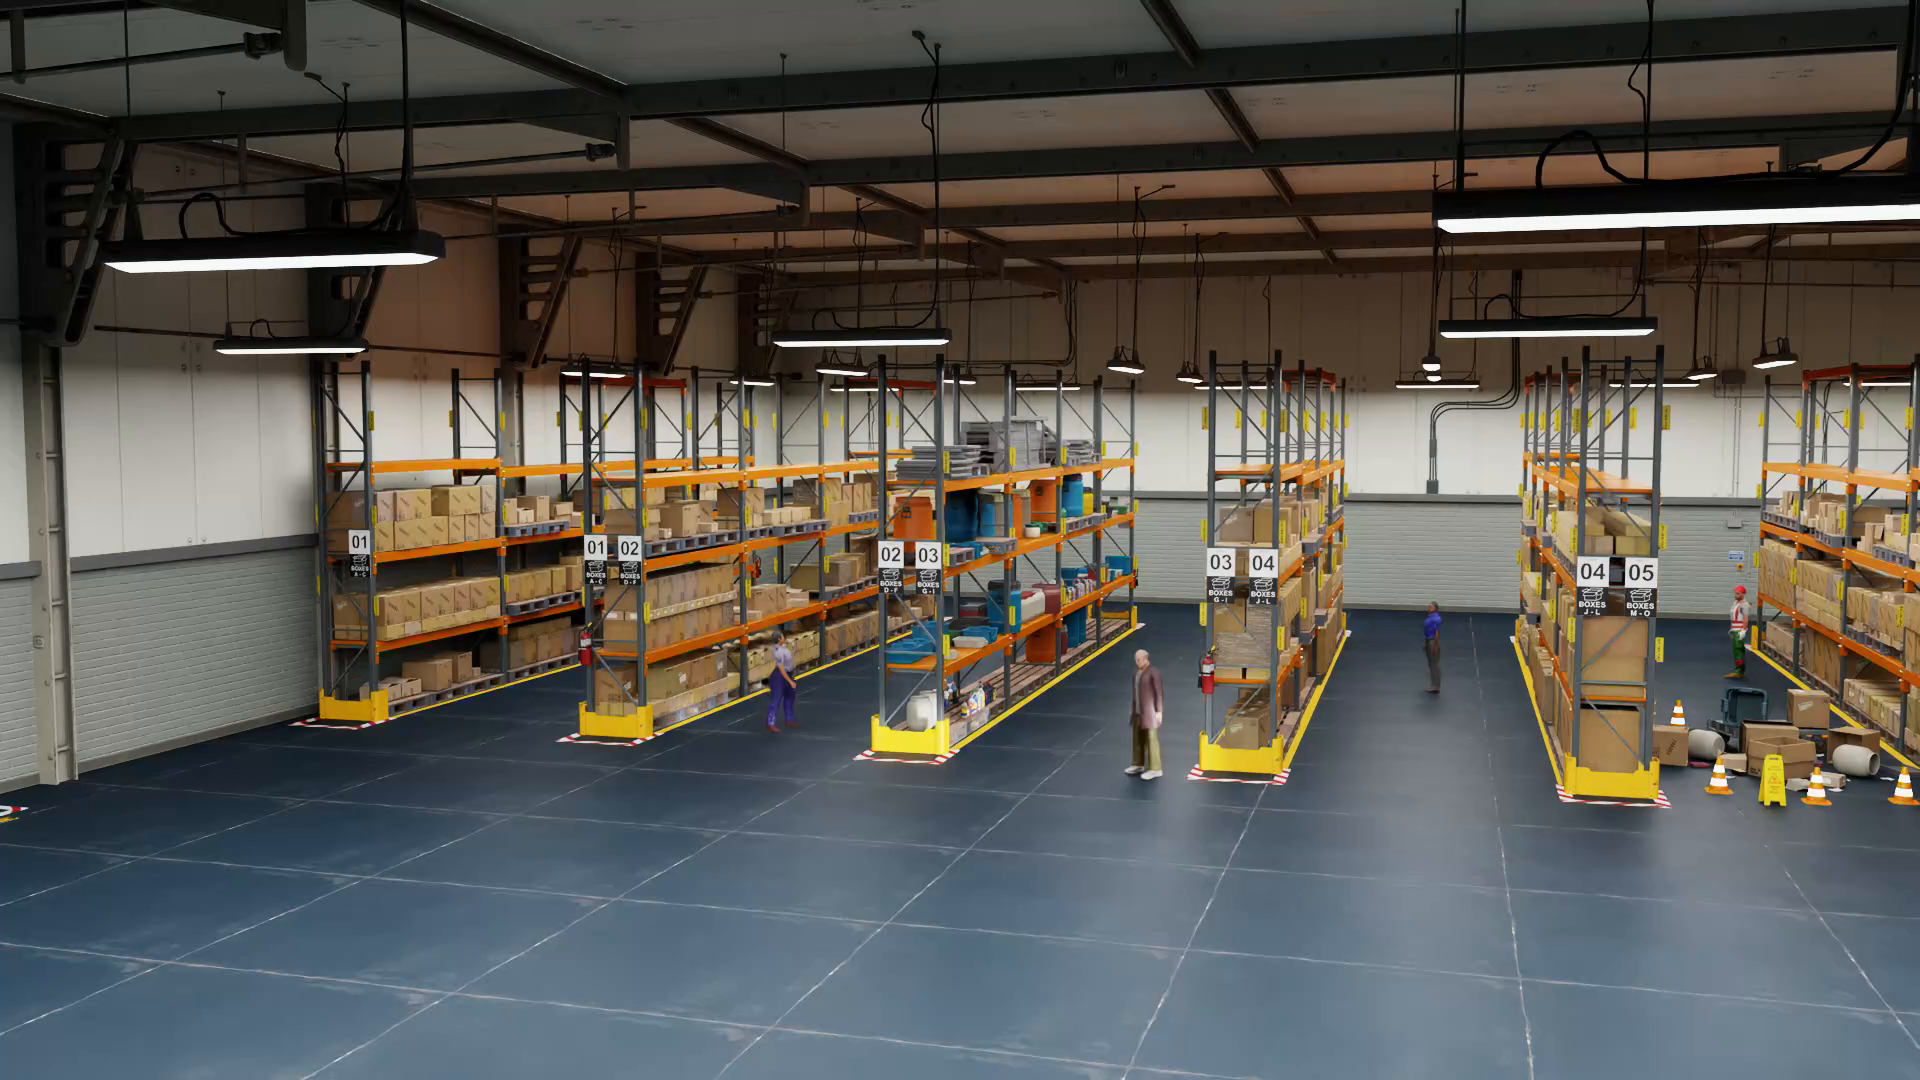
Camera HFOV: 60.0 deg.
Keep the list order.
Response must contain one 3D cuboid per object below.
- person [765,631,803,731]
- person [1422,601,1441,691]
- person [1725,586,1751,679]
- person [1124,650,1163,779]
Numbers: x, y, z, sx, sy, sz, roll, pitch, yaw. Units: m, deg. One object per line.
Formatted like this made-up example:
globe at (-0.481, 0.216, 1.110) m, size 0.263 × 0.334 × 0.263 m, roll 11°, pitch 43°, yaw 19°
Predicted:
person at (-2.849, 2.283, 26.955) m, size 0.548 × 1.662 × 0.668 m, roll 1°, pitch 4°, yaw 11°
person at (8.756, 1.967, 30.888) m, size 0.326 × 1.662 × 0.482 m, roll 0°, pitch 4°, yaw 6°
person at (15.212, 1.793, 32.510) m, size 0.430 × 1.794 × 0.605 m, roll 2°, pitch 4°, yaw 23°
person at (2.566, 2.431, 23.460) m, size 0.429 × 1.775 × 0.638 m, roll -2°, pitch 5°, yaw -28°
